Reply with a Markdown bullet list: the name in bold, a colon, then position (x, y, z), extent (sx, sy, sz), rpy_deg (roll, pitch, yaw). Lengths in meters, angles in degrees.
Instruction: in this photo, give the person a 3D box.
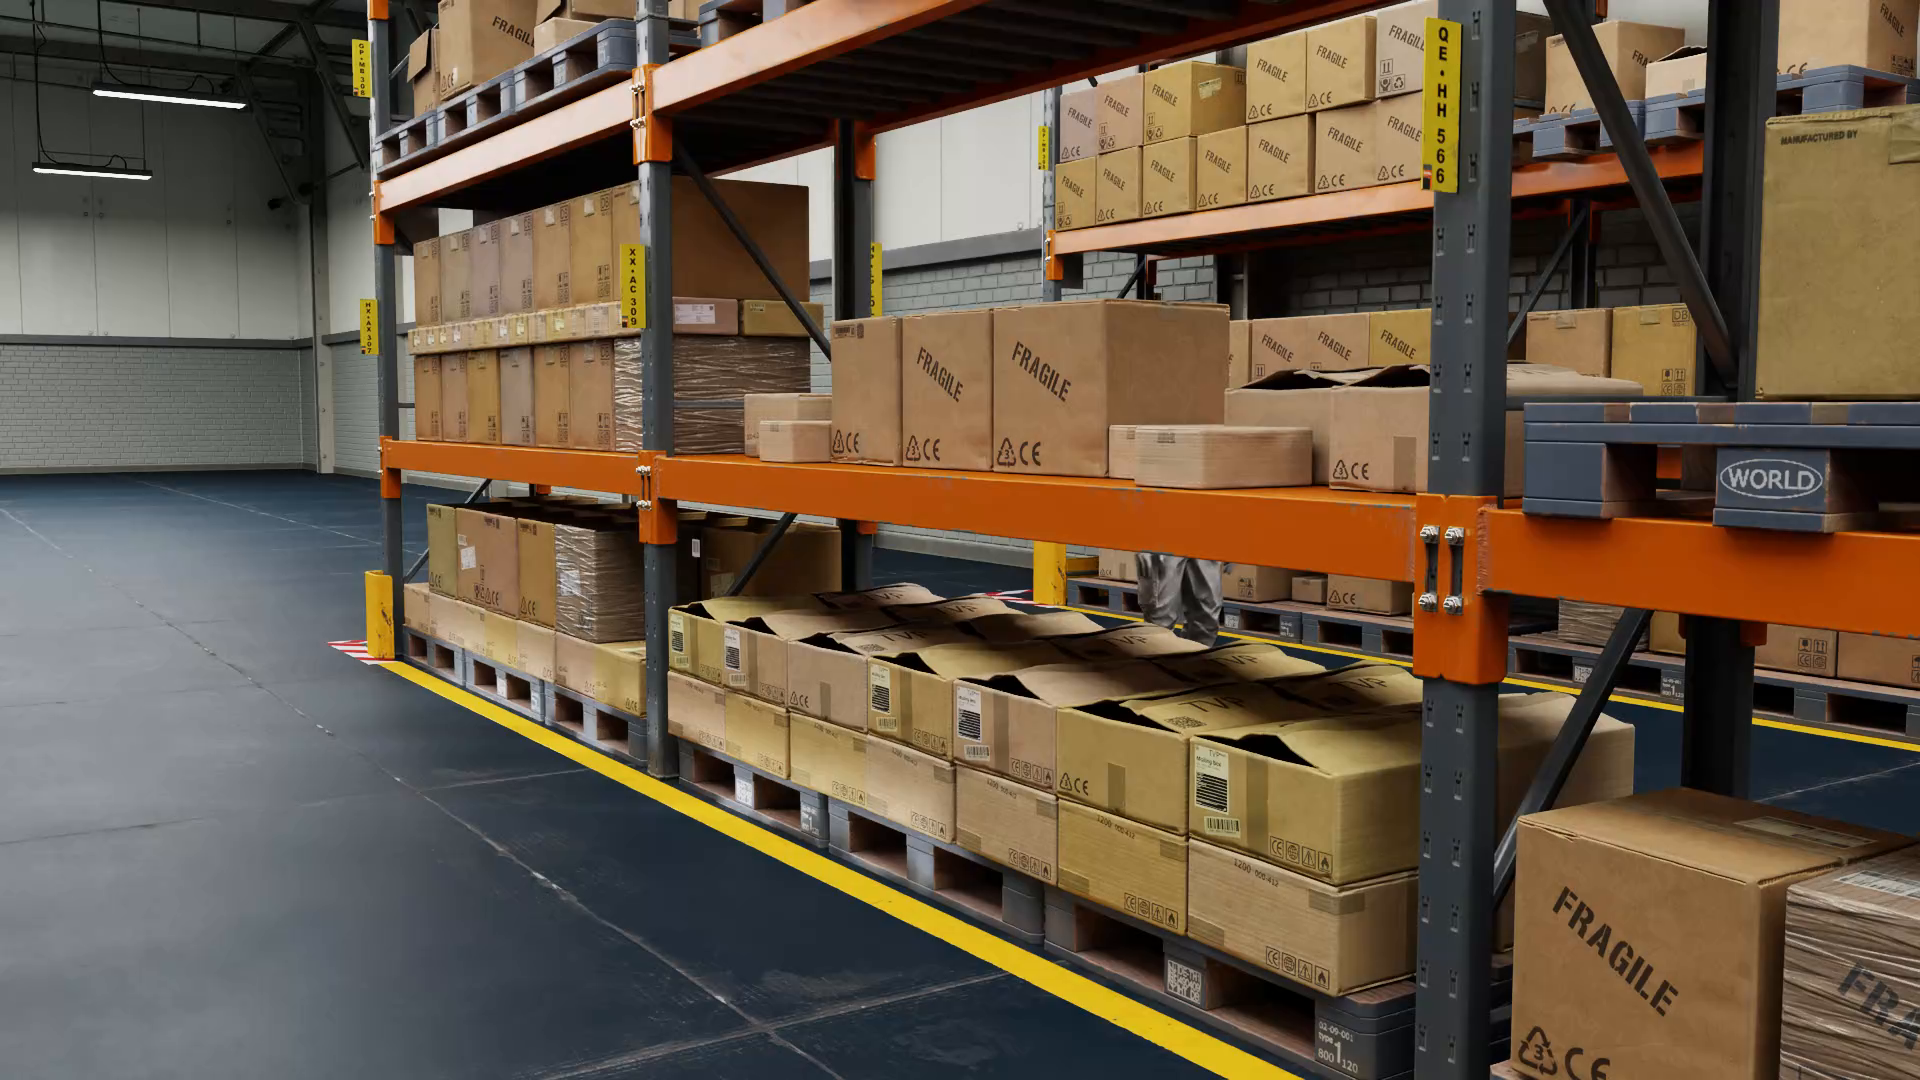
- **person**: position (1.031, 0.003, 7.651), extent (0.629, 1.774, 0.453), rpy_deg (-3, 6, -35)
